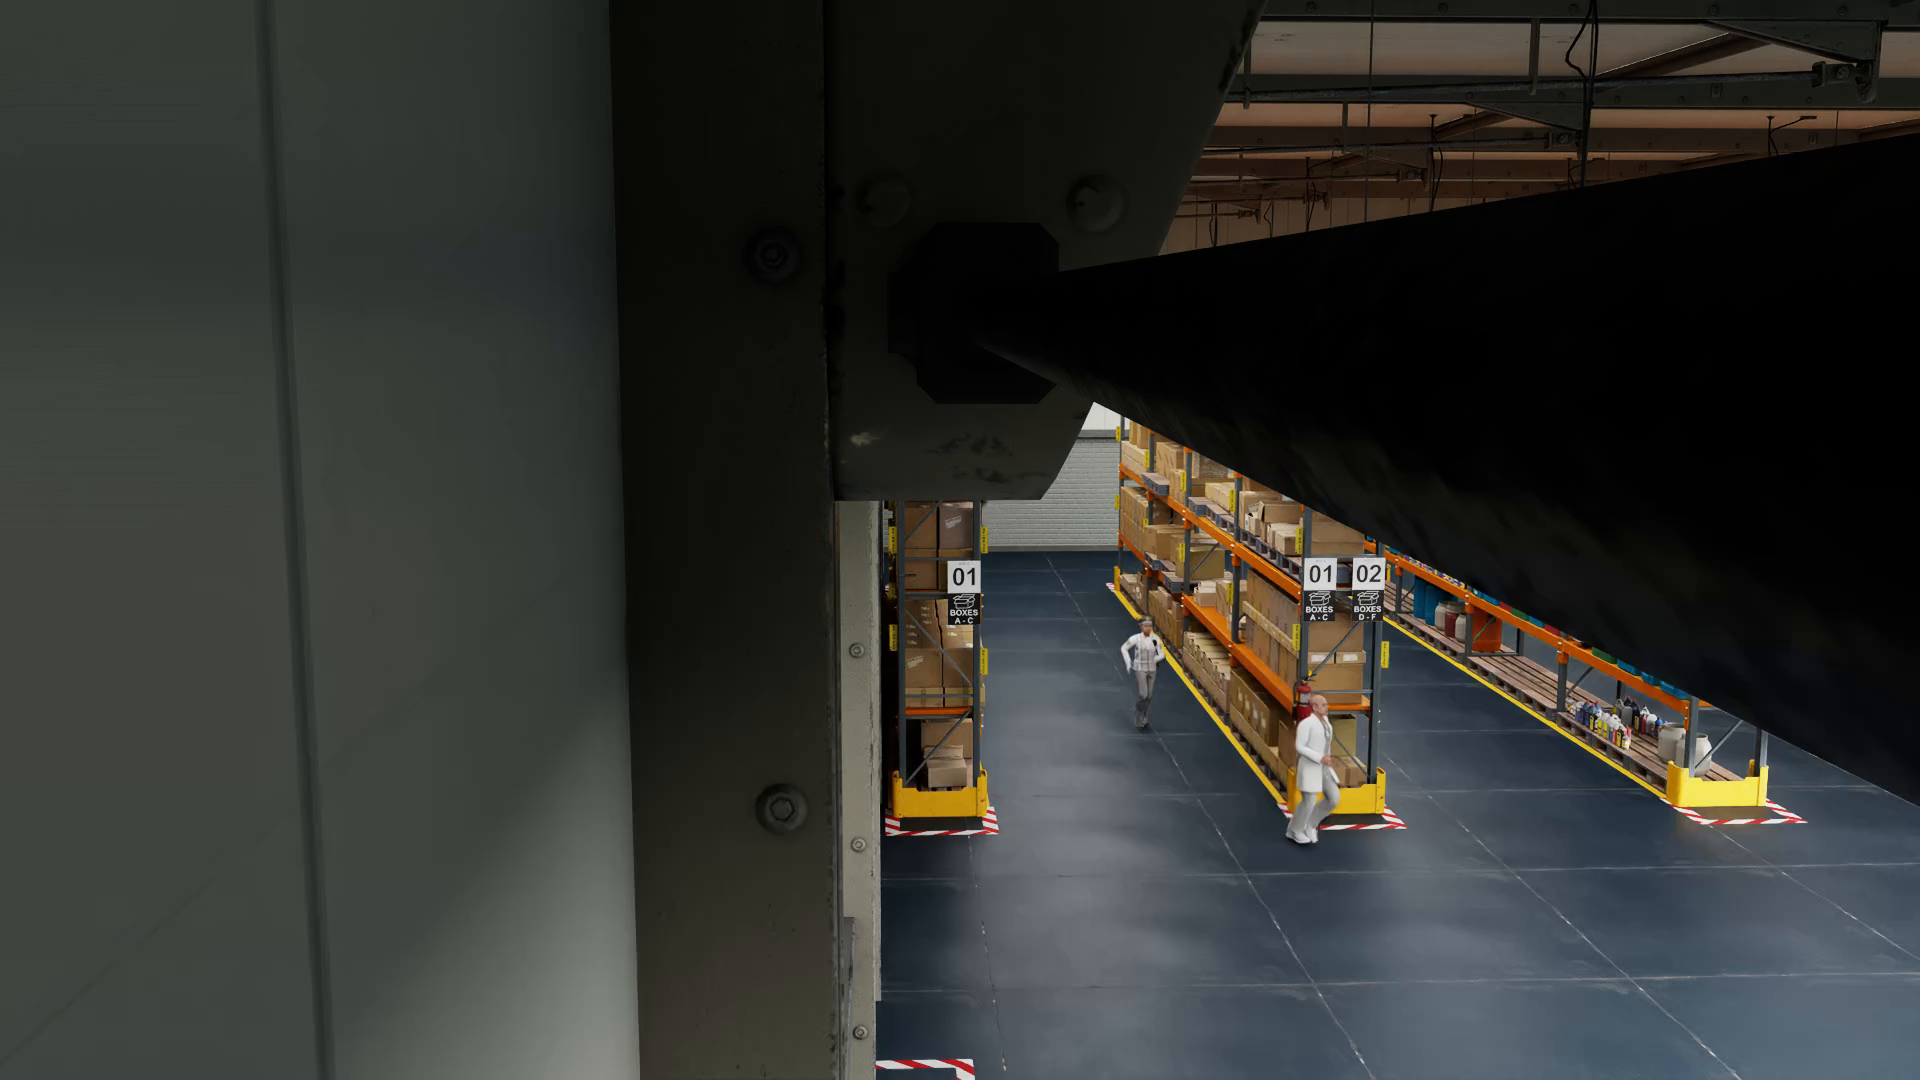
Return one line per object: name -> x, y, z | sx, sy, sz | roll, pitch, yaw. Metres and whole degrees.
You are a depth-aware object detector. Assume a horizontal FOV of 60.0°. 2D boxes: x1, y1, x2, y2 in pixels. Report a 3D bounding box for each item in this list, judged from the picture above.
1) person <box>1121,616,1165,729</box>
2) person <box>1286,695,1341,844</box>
person -> 2.746, 1.958, 24.646 | 0.582, 1.690, 0.666 | -2, 8, -14
person -> 4.178, 2.687, 19.415 | 0.759, 1.784, 0.643 | -8, 11, -44
